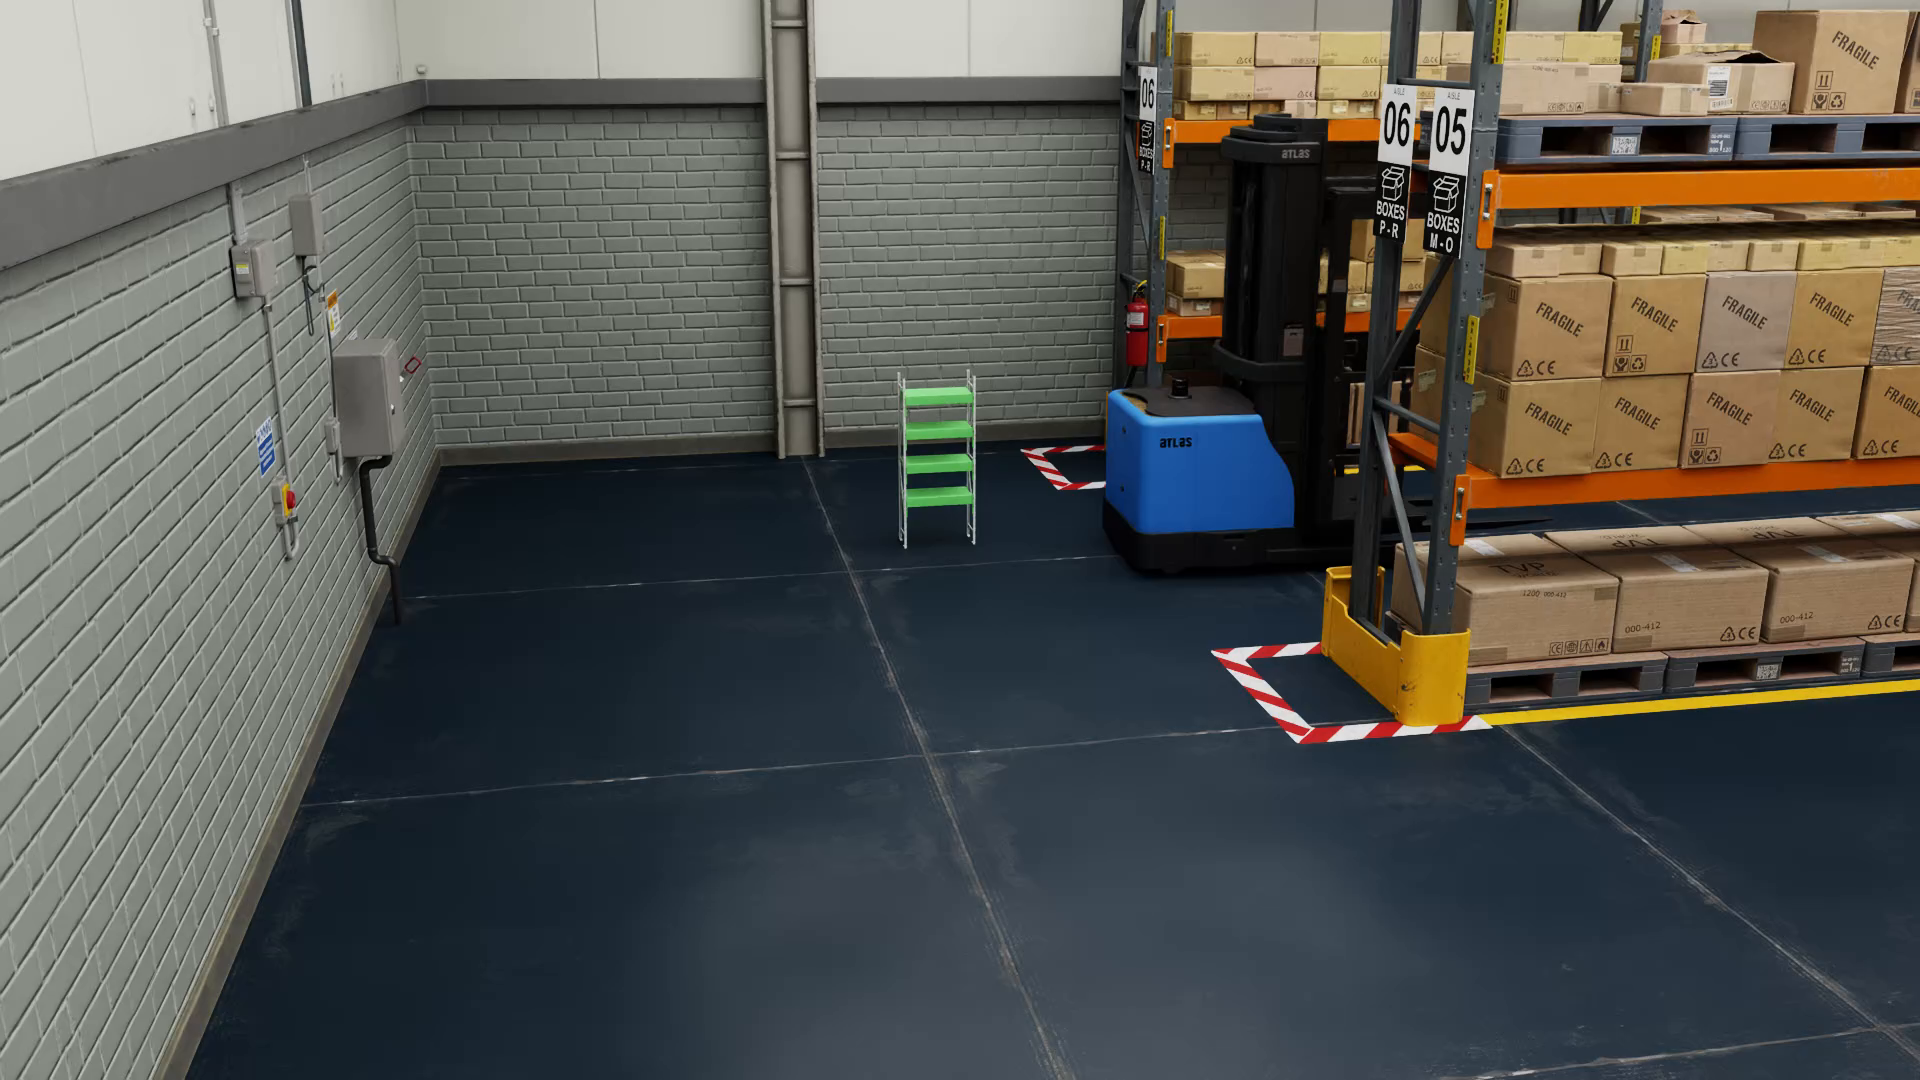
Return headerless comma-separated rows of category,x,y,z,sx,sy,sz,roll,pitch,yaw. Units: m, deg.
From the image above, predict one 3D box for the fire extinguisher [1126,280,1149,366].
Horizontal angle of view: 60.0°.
fire extinguisher,1.393,-1.712,13.042,0.183,0.674,0.296,-3,17,-10

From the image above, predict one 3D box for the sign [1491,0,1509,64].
sign,2.494,-2.367,7.676,0.005,0.325,0.100,-3,17,-10

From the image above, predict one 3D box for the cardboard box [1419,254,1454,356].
cardboard box,2.823,-1.259,8.928,0.500,0.500,0.500,-3,17,-9

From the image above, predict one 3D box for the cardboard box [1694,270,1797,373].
cardboard box,3.930,-1.170,8.638,0.500,0.500,0.500,-3,17,-11

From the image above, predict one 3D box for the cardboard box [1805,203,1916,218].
cardboard box,7.736,-2.620,14.341,0.637,0.503,0.797,-4,17,-12

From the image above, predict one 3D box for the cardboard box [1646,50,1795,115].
cardboard box,3.874,-2.346,8.500,0.500,0.311,0.500,-3,17,-9

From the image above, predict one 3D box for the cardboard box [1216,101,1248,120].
cardboard box,2.059,-3.355,12.945,0.250,0.149,0.380,-3,17,-9

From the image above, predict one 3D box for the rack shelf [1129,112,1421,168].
rack shelf,3.413,-3.270,13.465,4.000,0.370,1.077,-3,17,-10

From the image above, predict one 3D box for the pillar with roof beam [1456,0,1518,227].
pillar with roof beam,5.339,-4.139,9.961,0.400,9.000,9.100,-3,17,-10

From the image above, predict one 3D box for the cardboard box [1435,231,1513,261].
cardboard box,2.709,-1.551,8.775,0.250,0.149,0.380,-3,17,-10

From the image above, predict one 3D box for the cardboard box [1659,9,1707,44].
cardboard box,5.739,-4.110,13.305,0.258,0.266,0.396,-3,17,-11

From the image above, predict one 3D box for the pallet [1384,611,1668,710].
pallet,3.165,0.628,9.407,1.213,0.211,1.003,-3,17,-10

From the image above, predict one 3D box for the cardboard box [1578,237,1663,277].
cardboard box,3.317,-1.430,8.380,0.250,0.149,0.380,-3,17,-9

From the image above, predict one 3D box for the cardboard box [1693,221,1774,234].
cardboard box,4.213,-1.647,9.088,0.250,0.149,0.380,-3,17,-9

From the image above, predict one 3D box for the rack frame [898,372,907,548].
rack frame,-0.402,-0.551,11.561,0.015,1.200,0.240,-3,17,-10

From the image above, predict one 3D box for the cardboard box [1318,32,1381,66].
cardboard box,2.926,-3.819,12.925,0.500,0.250,0.500,-4,17,-11

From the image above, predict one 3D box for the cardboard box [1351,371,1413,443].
cardboard box,3.453,-1.118,13.885,0.500,0.500,0.500,-3,17,-9

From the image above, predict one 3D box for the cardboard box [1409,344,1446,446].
cardboard box,2.818,-0.789,9.100,0.500,0.500,0.500,-3,17,-10

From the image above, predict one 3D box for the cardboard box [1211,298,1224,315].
cardboard box,2.065,-1.915,13.365,0.250,0.149,0.380,-3,17,-9

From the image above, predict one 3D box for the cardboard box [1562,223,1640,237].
cardboard box,3.446,-1.613,8.976,0.250,0.149,0.380,-3,17,-9

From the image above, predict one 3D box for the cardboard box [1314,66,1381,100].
cardboard box,2.937,-3.578,12.991,0.500,0.250,0.500,-4,17,-12

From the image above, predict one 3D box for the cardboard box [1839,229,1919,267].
cardboard box,4.813,-1.534,8.720,0.250,0.149,0.380,-4,17,-12

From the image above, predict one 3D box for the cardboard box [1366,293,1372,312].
cardboard box,3.353,-1.965,13.530,0.250,0.149,0.380,-3,17,-9

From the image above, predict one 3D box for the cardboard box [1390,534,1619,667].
cardboard box,3.024,0.321,9.307,0.875,0.438,0.875,-4,17,-12

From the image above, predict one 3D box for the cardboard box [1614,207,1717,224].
cardboard box,5.894,-2.502,13.964,0.500,0.500,0.700,-3,17,-9

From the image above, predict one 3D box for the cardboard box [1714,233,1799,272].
cardboard box,4.072,-1.481,8.548,0.250,0.149,0.380,-3,17,-10

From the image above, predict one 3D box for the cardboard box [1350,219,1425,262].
cardboard box,3.419,-2.529,13.407,0.500,0.500,0.500,-3,17,-9

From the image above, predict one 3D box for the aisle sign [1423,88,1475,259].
aisle sign,2.379,-1.793,8.112,0.004,0.787,0.394,-3,17,-10

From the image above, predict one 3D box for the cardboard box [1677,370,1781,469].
cardboard box,3.915,-0.689,8.775,0.500,0.500,0.500,-3,17,-11

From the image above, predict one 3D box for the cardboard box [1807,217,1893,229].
cardboard box,4.949,-1.706,9.278,0.250,0.149,0.380,-4,17,-12

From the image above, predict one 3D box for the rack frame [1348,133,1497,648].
rack frame,2.395,-0.638,8.779,0.127,3.000,1.000,-3,17,-10

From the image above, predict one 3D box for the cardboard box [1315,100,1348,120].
cardboard box,2.834,-3.365,12.978,0.250,0.149,0.380,-3,17,-11

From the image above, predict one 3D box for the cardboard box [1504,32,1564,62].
cardboard box,4.430,-3.906,13.209,0.500,0.250,0.500,-4,17,-11

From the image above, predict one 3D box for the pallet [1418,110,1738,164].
pallet,3.121,-2.073,8.496,1.213,0.211,1.003,-3,17,-10

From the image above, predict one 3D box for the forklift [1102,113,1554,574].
forklift,2.577,-1.360,11.247,3.031,2.935,1.130,-3,17,-9

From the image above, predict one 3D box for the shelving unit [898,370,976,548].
shelving unit,-0.163,-0.564,11.606,0.503,1.200,0.258,-3,17,-10

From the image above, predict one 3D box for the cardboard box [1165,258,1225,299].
cardboard box,1.946,-2.086,13.245,0.500,0.250,0.500,-3,17,-10

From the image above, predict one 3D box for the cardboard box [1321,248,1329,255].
cardboard box,2.844,-2.295,13.925,0.500,0.250,0.500,-3,17,-9

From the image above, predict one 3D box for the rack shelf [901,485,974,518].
rack shelf,-0.163,-0.274,11.695,0.480,0.148,0.258,-3,17,-10

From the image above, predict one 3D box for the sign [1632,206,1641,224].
sign,5.487,-2.549,13.527,0.005,0.325,0.100,-3,17,-10

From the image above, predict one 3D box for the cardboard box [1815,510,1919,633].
cardboard box,5.685,0.168,9.806,0.875,0.438,0.875,-3,17,-11

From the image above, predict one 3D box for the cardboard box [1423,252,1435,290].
cardboard box,3.942,-2.207,13.636,0.500,0.250,0.500,-3,17,-11

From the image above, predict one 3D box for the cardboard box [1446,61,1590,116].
cardboard box,2.819,-2.299,8.450,0.500,0.250,0.500,-5,18,-16

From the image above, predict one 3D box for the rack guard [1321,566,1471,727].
rack guard,2.371,0.559,9.141,0.348,0.500,1.175,-3,17,-10

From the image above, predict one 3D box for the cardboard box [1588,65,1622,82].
cardboard box,4.950,-3.696,13.378,0.500,0.250,0.500,-3,17,-10

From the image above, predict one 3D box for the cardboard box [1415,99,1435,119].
cardboard box,3.574,-3.405,13.109,0.250,0.149,0.380,-3,17,-9

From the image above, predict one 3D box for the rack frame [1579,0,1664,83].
rack frame,5.377,-5.159,13.281,0.127,3.000,1.000,-3,17,-10

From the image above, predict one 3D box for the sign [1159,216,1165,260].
sign,1.552,-2.326,12.800,0.005,0.325,0.100,-3,17,-10

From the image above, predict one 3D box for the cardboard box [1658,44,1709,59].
cardboard box,5.753,-3.886,13.281,0.250,0.149,0.380,-3,17,-9

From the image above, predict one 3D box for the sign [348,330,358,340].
sign,-3.690,-1.016,10.172,0.001,0.494,0.329,-3,17,-10

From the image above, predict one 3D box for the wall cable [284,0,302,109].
wall cable,-3.277,-3.324,7.308,0.029,3.000,2.355,-3,17,-10
